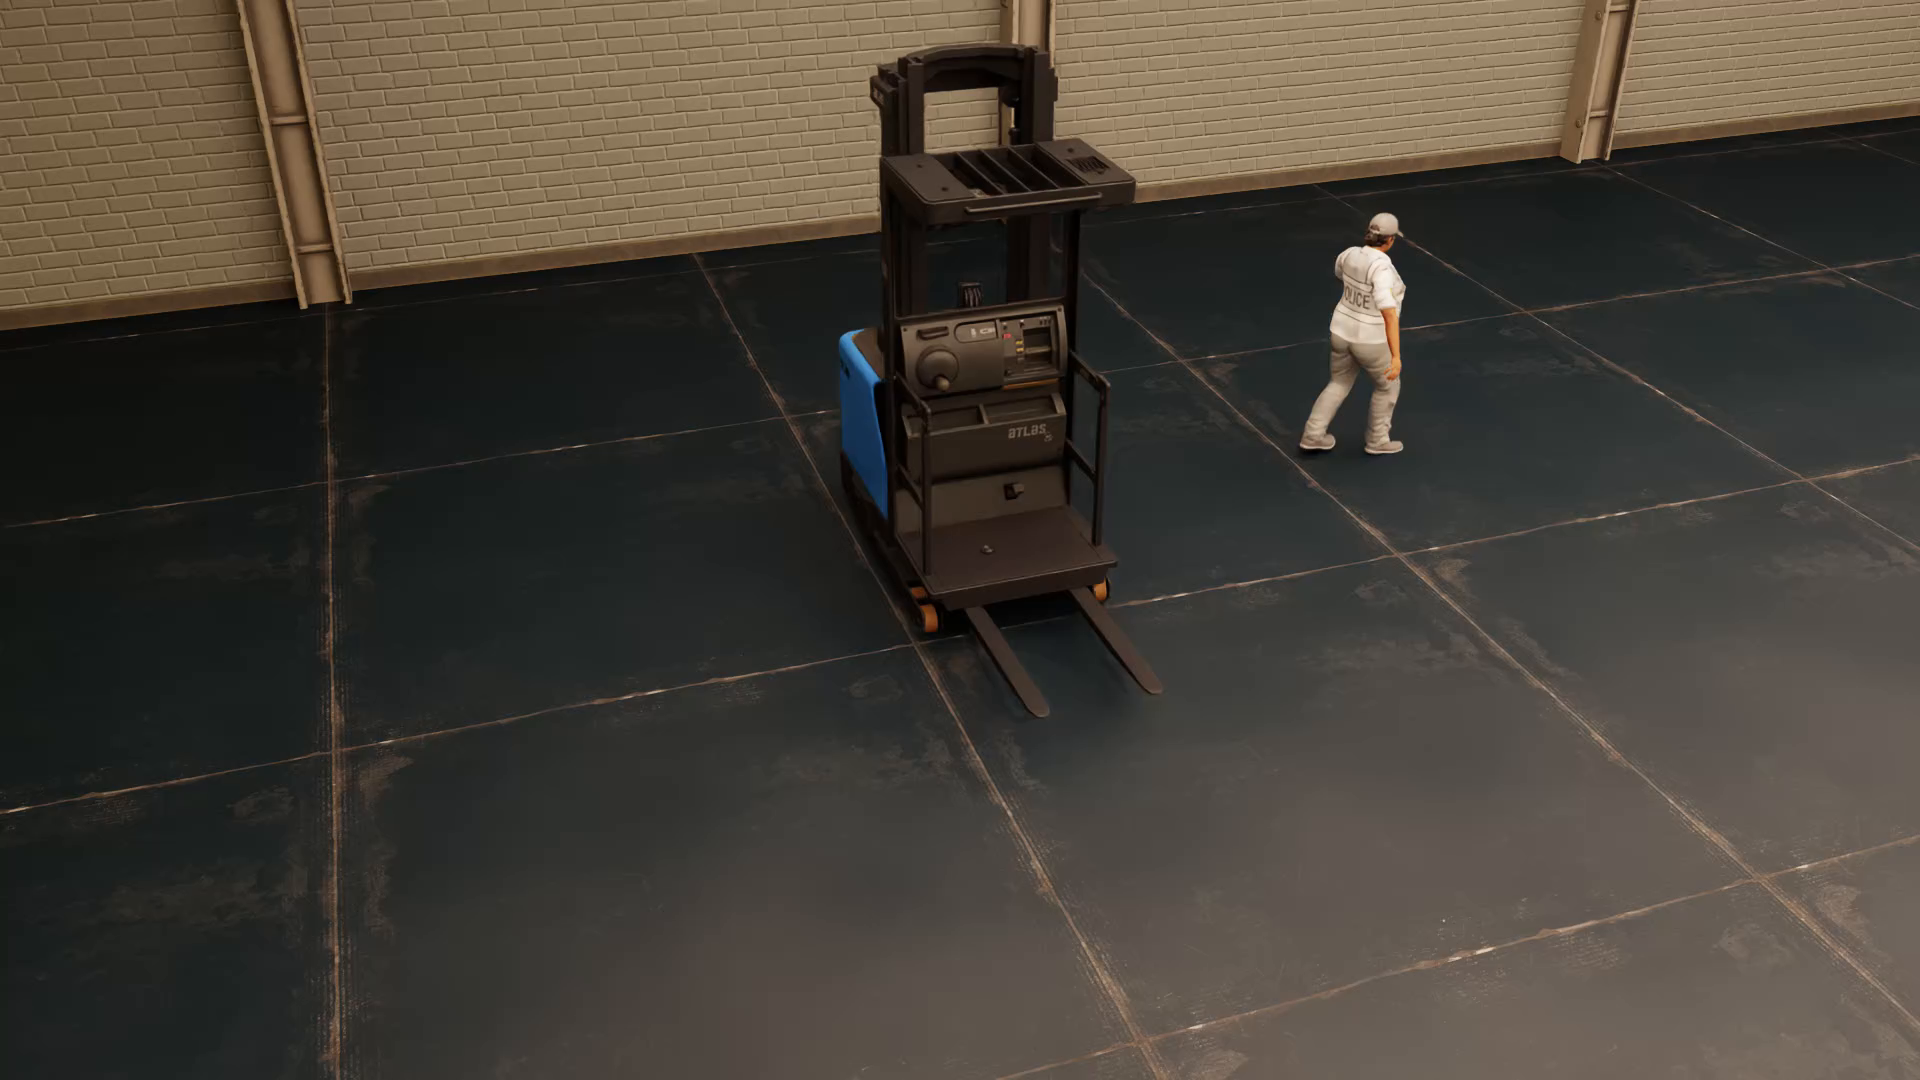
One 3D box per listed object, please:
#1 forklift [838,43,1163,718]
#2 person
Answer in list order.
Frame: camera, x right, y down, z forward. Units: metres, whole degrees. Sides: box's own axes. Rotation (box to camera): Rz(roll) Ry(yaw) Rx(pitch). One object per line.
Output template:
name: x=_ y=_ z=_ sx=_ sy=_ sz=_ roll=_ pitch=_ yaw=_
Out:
forklift: x=0.205 y=-0.983 z=8.795 sx=1.130 sy=2.935 sz=3.031 roll=-10 pitch=31 yaw=-16
person: x=2.621 y=-1.288 z=10.640 sx=0.728 sy=1.644 sz=0.884 roll=-16 pitch=34 yaw=-26
